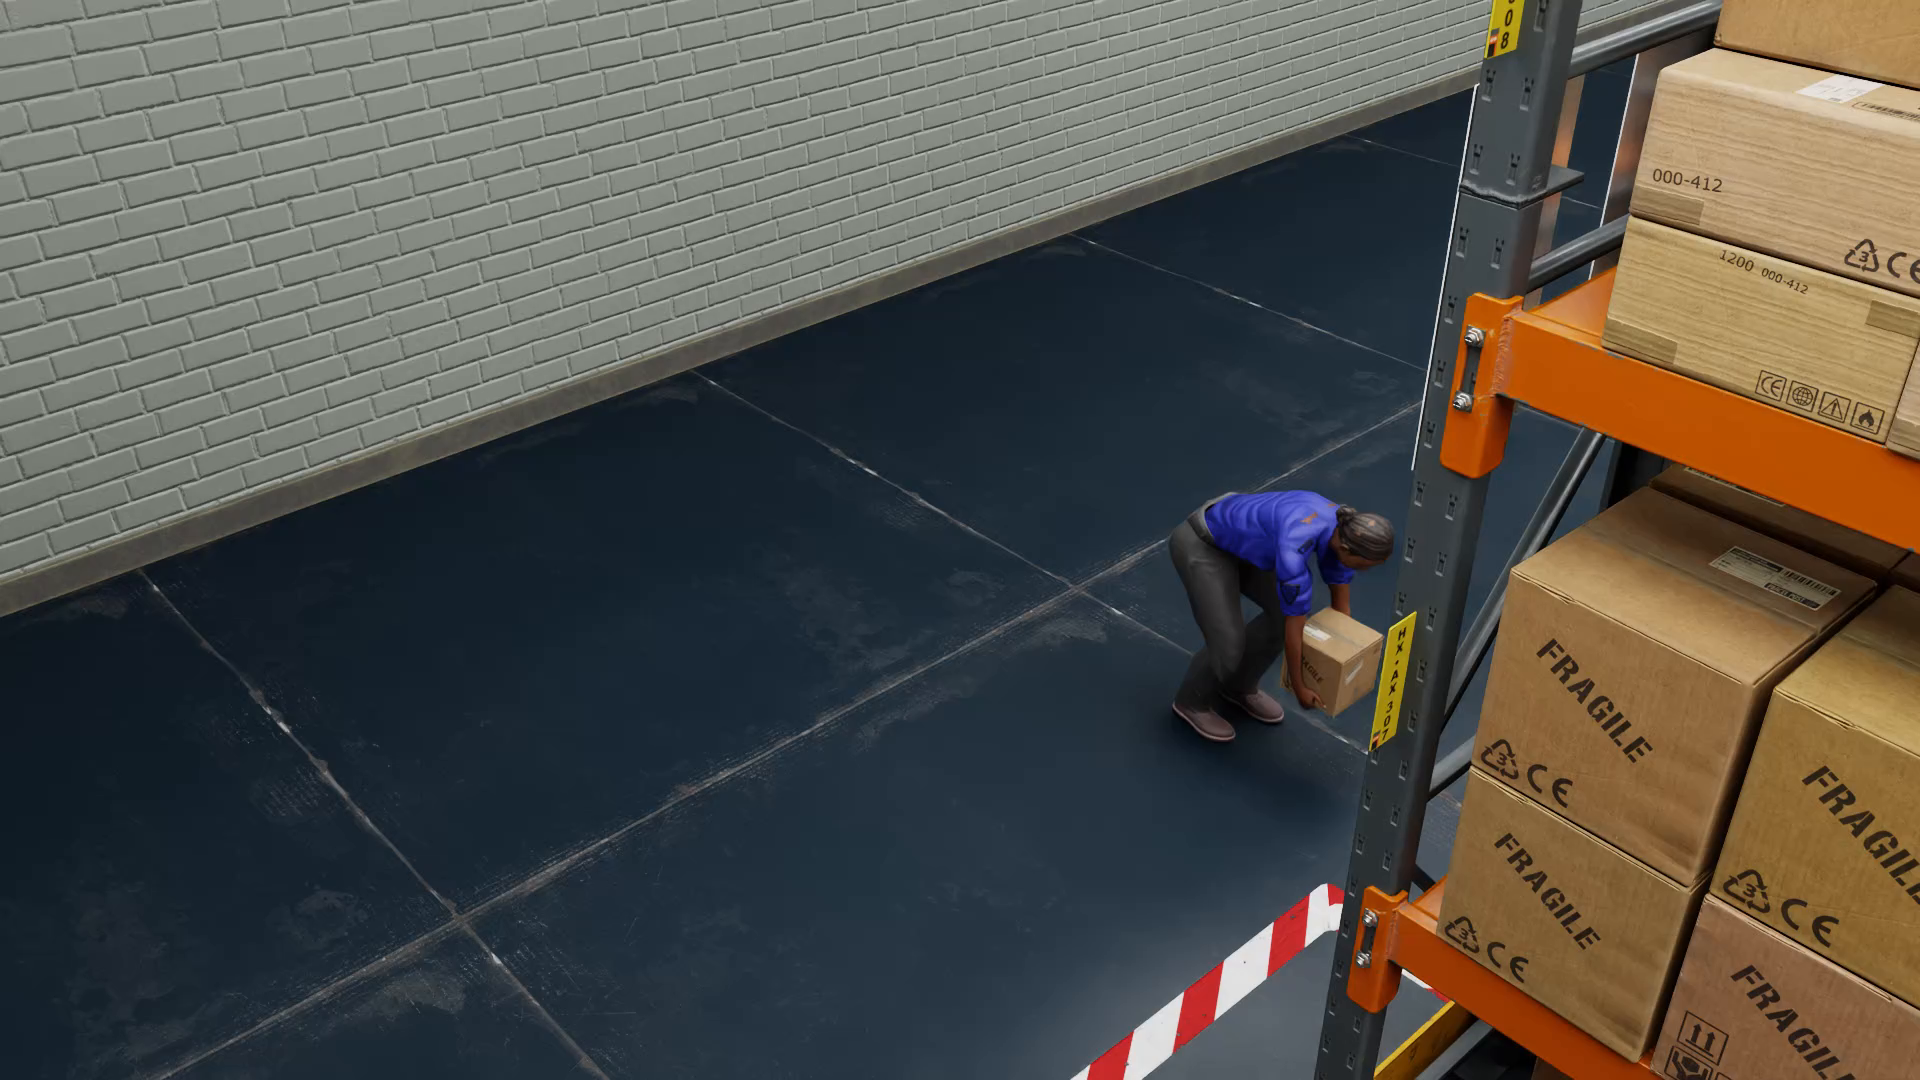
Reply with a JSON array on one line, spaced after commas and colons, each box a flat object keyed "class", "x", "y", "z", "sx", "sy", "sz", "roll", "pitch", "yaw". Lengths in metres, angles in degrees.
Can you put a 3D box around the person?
[{"class": "person", "x": 1.166, "y": 0.280, "z": 6.205, "sx": 0.846, "sy": 1.118, "sz": 0.434, "roll": 28, "pitch": 41, "yaw": 37}]
